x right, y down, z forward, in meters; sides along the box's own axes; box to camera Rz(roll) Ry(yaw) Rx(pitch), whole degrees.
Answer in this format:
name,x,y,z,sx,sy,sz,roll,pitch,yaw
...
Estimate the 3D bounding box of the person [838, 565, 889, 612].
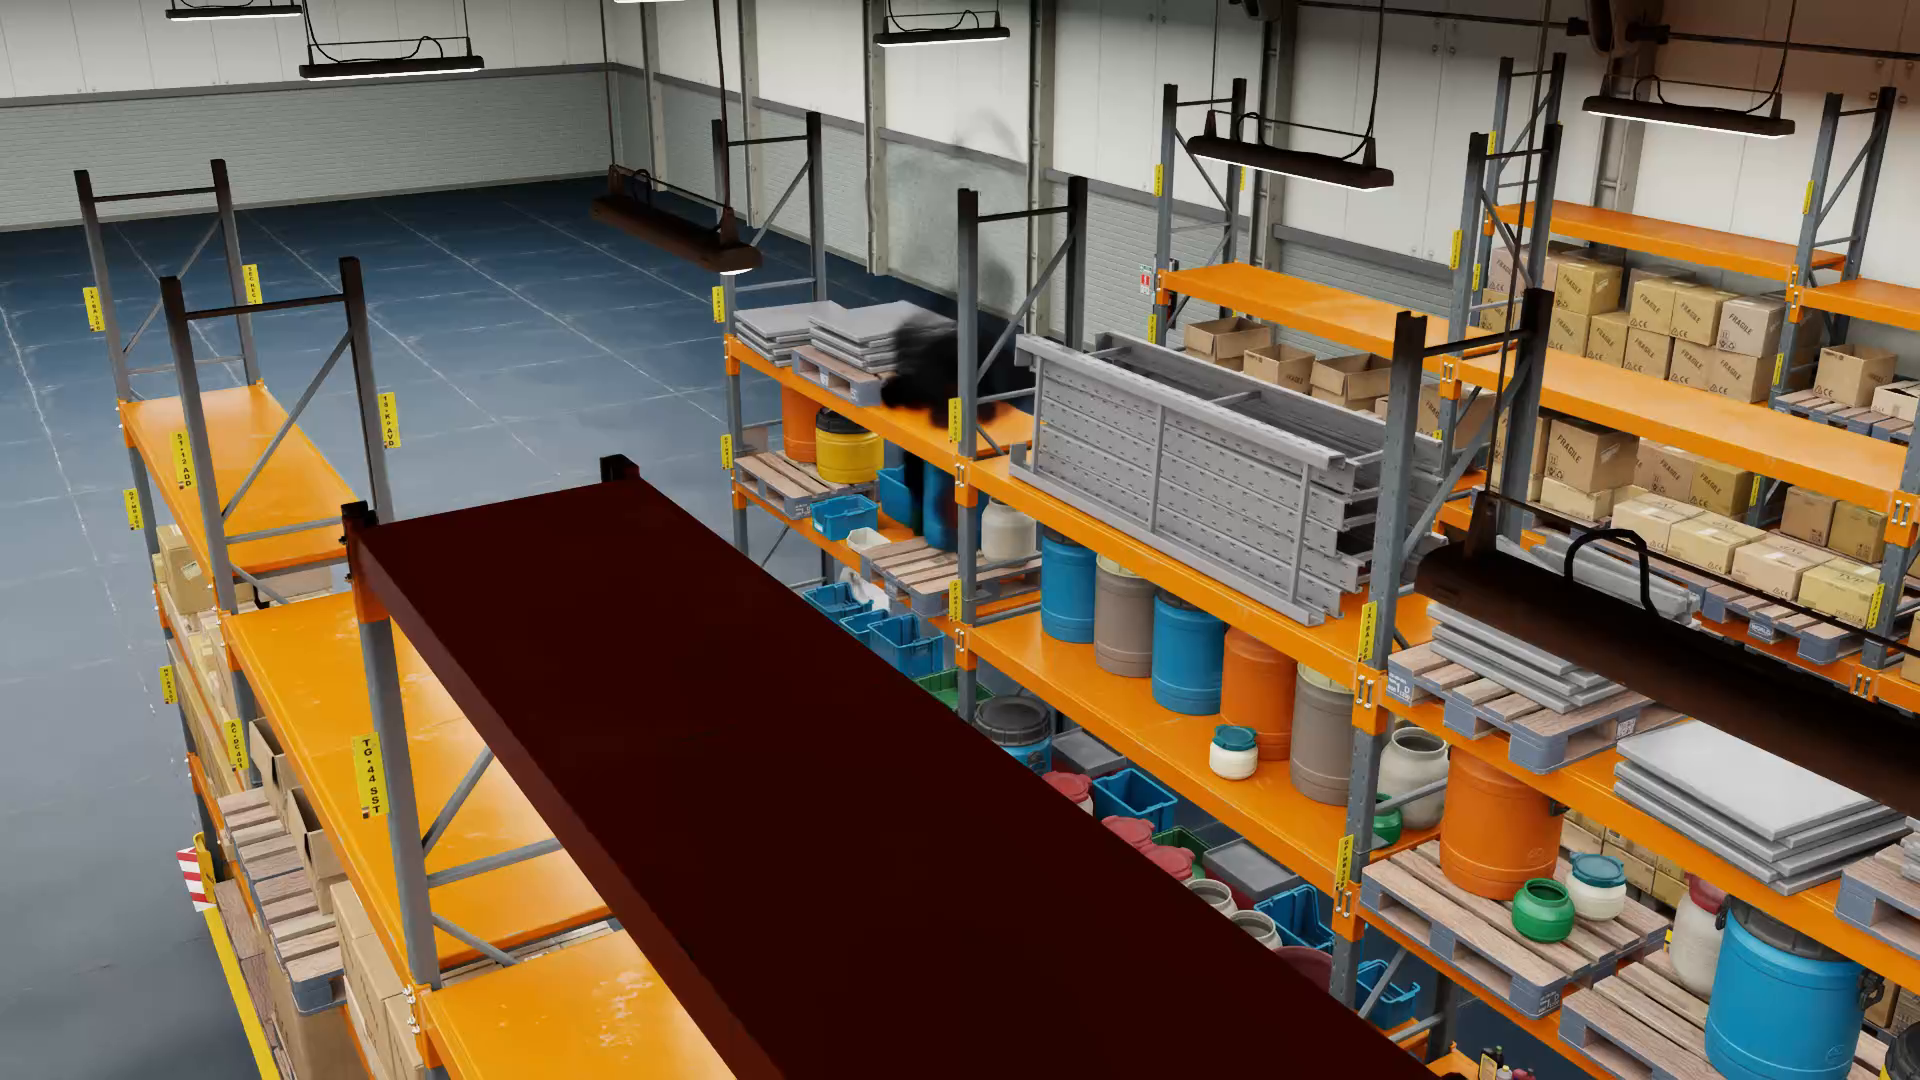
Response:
name,x,y,z,sx,sy,sz,roll,pitch,yaw
person,-1.006,0.712,17.441,0.737,1.752,0.525,-14,26,-30
